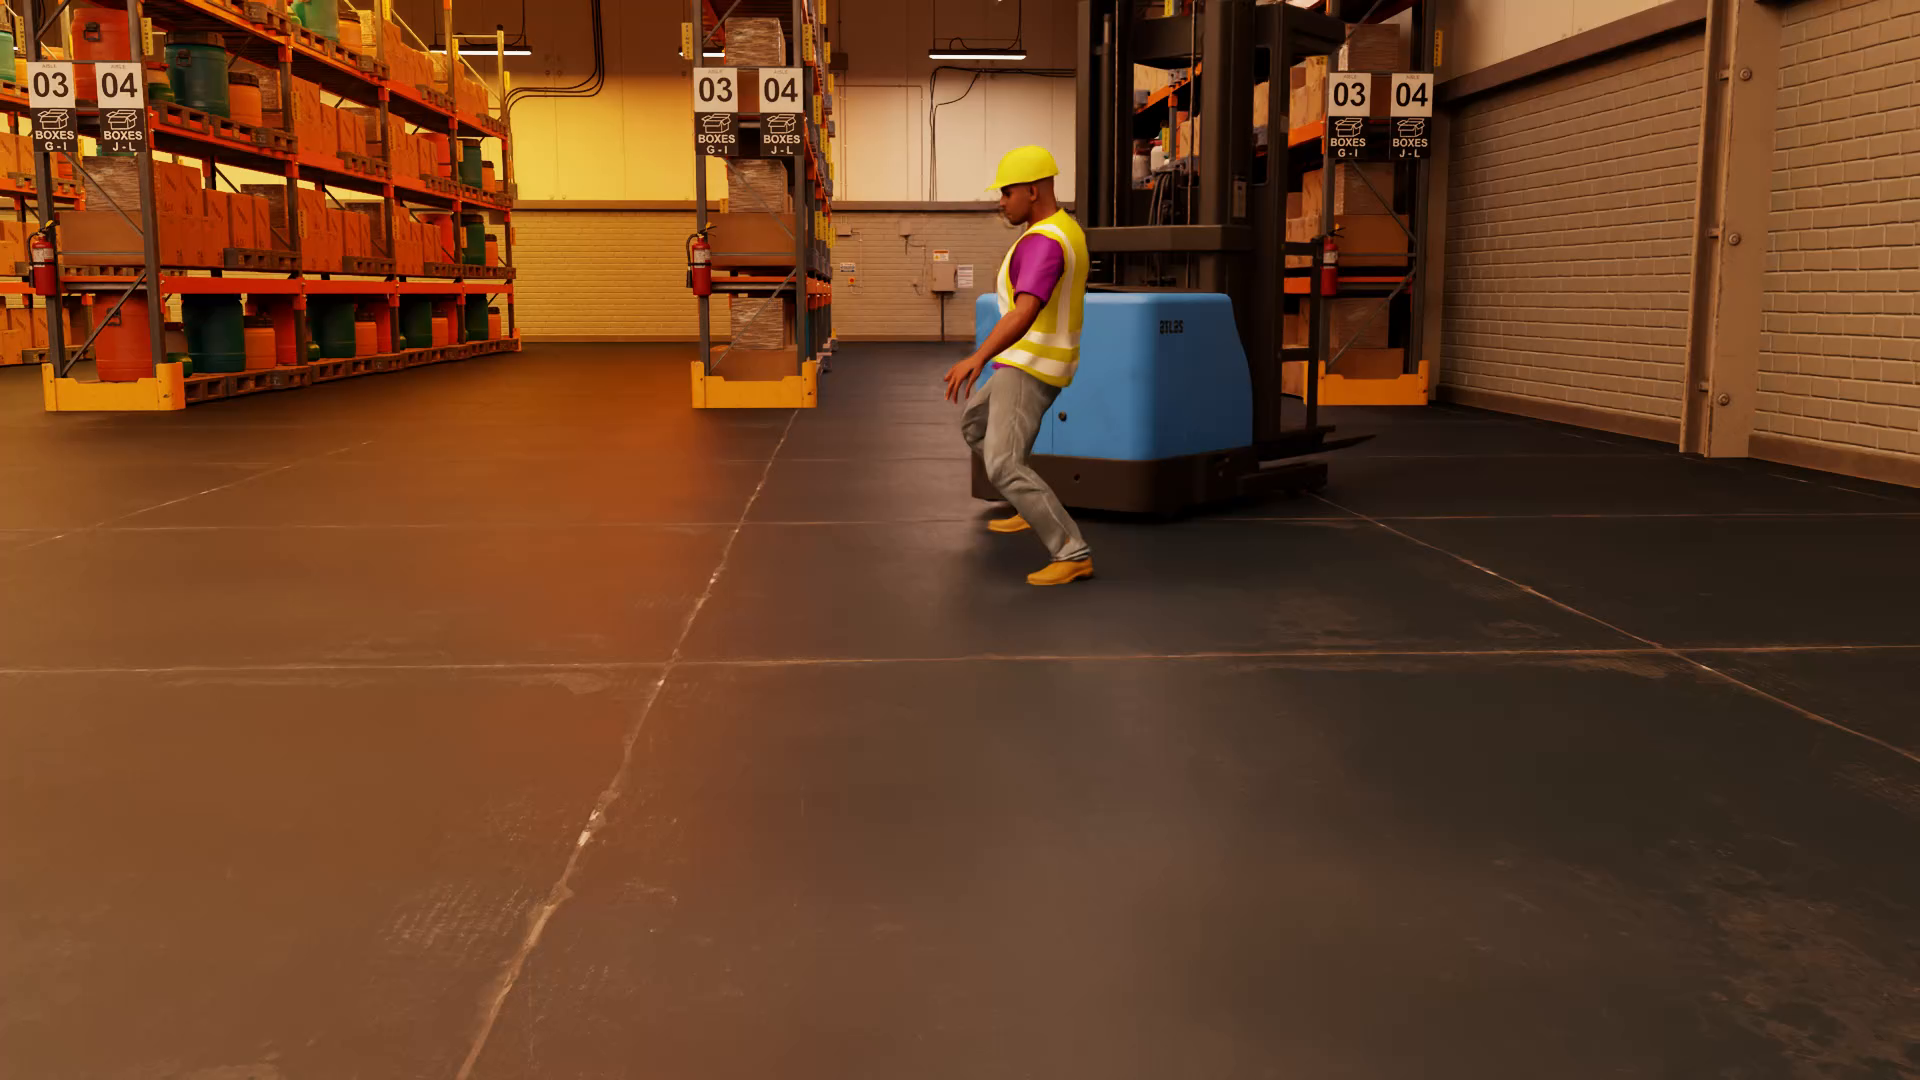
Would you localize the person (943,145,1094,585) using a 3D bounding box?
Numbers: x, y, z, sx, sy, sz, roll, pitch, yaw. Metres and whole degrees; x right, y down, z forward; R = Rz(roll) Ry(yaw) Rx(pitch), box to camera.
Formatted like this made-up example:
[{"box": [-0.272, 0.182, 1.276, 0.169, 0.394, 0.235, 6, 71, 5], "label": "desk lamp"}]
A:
[{"box": [0.250, -0.697, 6.499, 0.642, 1.647, 1.004, 2, 9, 14], "label": "person"}]

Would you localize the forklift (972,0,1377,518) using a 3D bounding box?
[{"box": [1.350, -1.722, 8.927, 1.130, 2.935, 3.031, 6, 11, 37], "label": "forklift"}]
